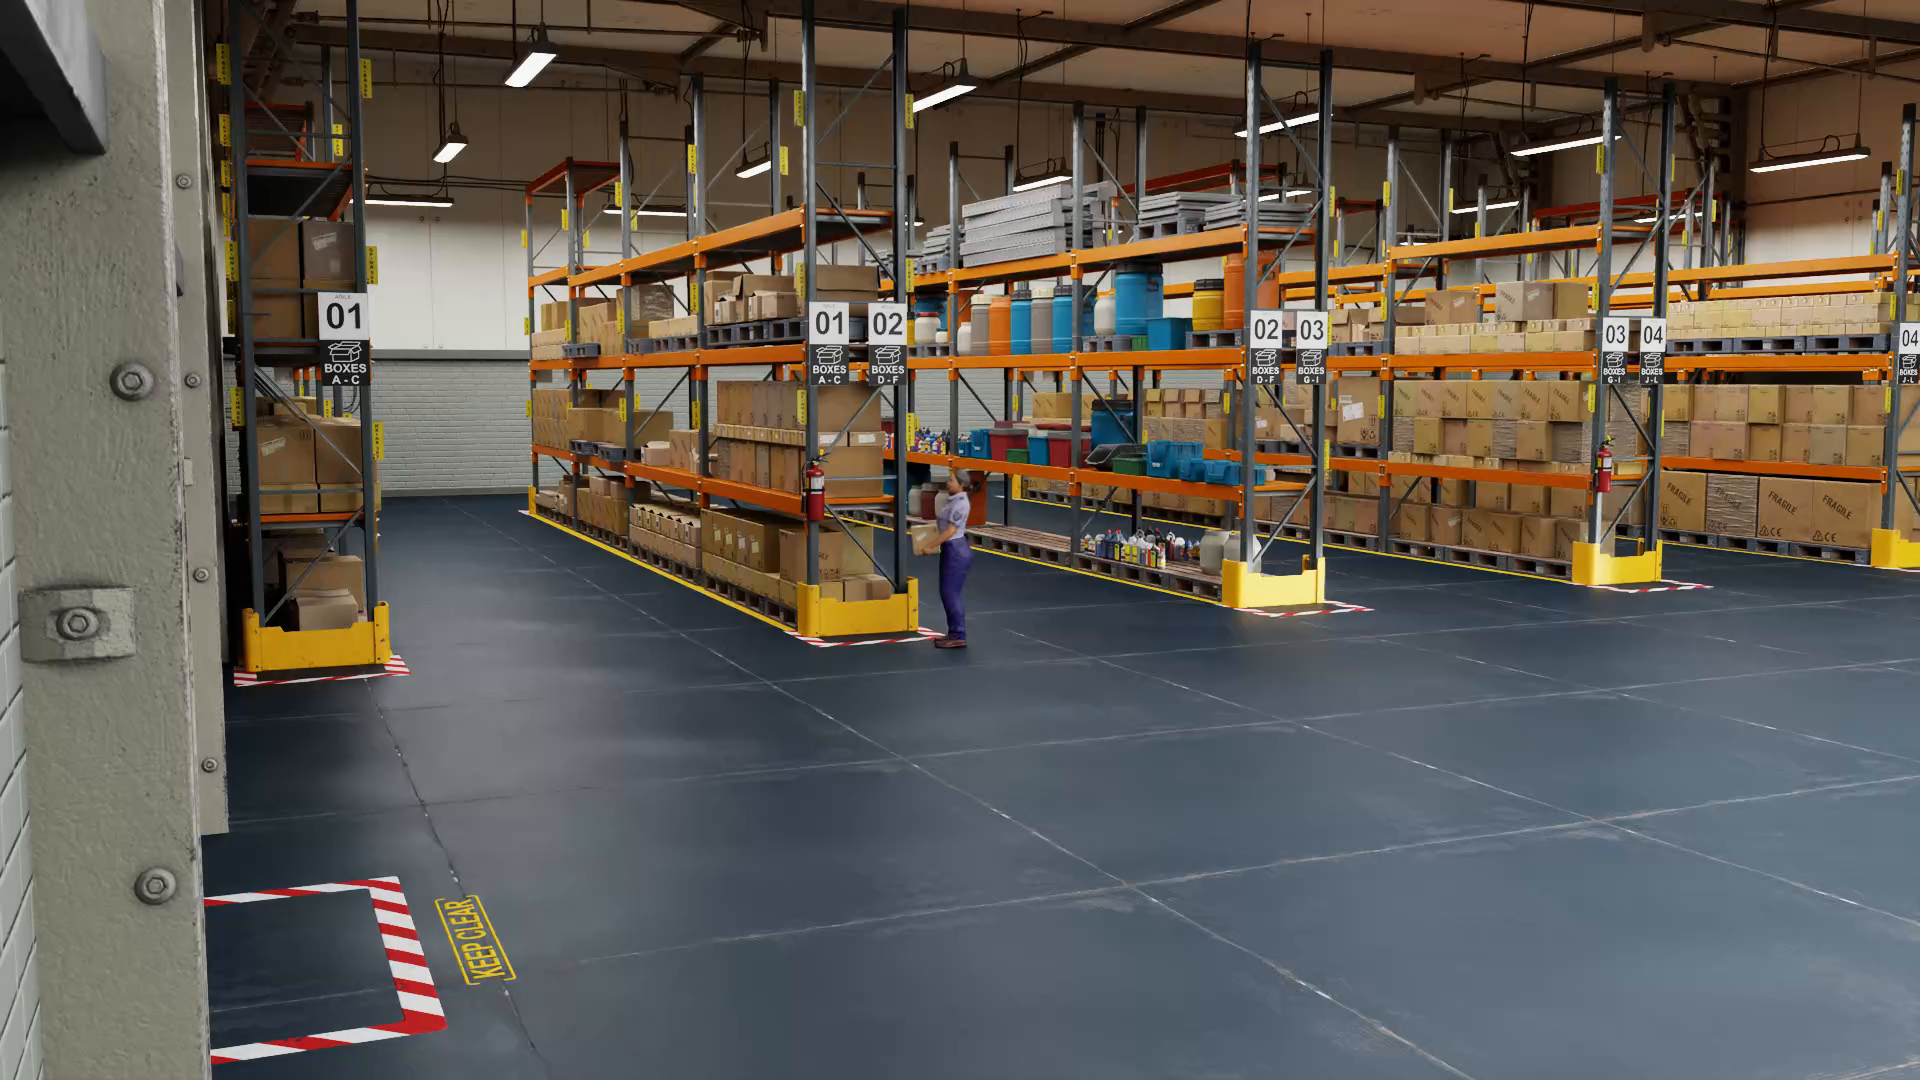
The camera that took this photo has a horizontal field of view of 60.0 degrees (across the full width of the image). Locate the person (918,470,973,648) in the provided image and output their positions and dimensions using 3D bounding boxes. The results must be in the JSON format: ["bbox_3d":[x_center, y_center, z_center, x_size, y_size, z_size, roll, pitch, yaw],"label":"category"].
[{"bbox_3d":[-0.137,0.167,15.404,0.522,1.634,0.452,0,6,-3],"label":"person"}]
